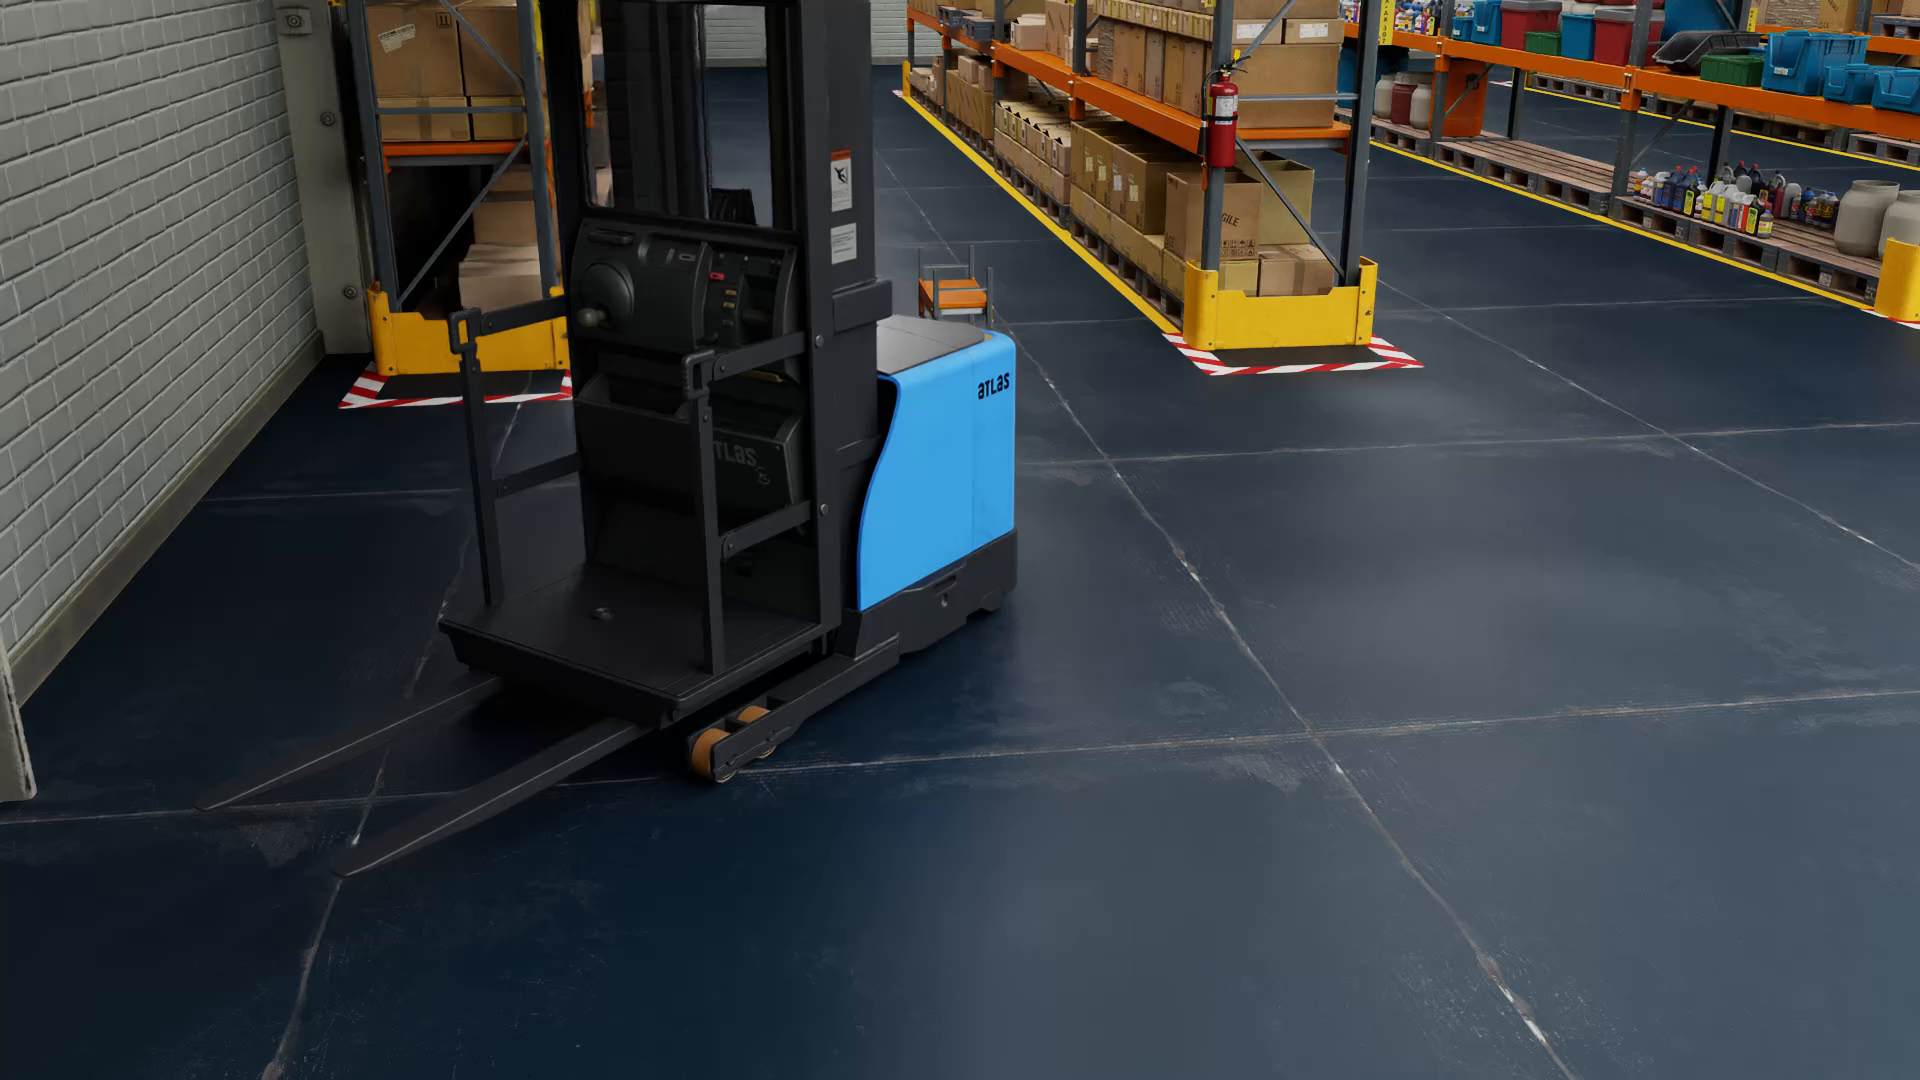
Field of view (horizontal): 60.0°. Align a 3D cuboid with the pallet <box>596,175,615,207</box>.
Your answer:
[{"bbox_3d":[-3.754,-3.205,15.495,1.003,0.211,1.213,-3,21,-8],"label":"pallet"}]

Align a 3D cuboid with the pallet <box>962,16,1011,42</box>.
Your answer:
[{"bbox_3d":[0.697,-5.596,18.185,1.213,0.211,1.003,-3,21,-8],"label":"pallet"}]

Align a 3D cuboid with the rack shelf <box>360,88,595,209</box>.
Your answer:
[{"bbox_3d":[-3.173,-2.789,11.424,1.077,0.370,4.000,-3,21,-8],"label":"rack shelf"}]

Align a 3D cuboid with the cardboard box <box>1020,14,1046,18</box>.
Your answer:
[{"bbox_3d":[0.873,-5.285,17.205,0.500,0.311,0.500,-2,21,-4],"label":"cardboard box"}]

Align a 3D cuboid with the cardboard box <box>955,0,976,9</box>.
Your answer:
[{"bbox_3d":[0.296,-6.673,20.052,0.700,0.500,0.500,0,20,1],"label":"cardboard box"}]

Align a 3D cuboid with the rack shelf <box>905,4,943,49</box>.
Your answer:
[{"bbox_3d":[-0.001,-7.195,23.221,1.077,0.370,4.000,-3,21,-8],"label":"rack shelf"}]

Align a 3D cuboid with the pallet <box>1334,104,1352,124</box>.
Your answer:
[{"bbox_3d":[5.259,-5.512,21.673,1.003,0.211,1.213,-3,21,-8],"label":"pallet"}]

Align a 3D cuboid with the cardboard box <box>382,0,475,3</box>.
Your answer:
[{"bbox_3d":[-3.225,-3.051,10.212,0.500,0.500,0.500,-3,21,-7],"label":"cardboard box"}]

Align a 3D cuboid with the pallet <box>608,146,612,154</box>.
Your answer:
[{"bbox_3d":[-4.077,-4.174,18.089,1.003,0.211,1.213,-3,21,-8],"label":"pallet"}]

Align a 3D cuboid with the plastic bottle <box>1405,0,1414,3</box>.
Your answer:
[{"bbox_3d":[5.672,-6.699,20.936,0.144,0.351,0.185,-3,21,-8],"label":"plastic bottle"}]

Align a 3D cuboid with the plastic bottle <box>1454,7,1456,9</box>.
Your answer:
[{"bbox_3d":[5.867,-6.250,19.847,0.097,0.271,0.097,0,20,0],"label":"plastic bottle"}]

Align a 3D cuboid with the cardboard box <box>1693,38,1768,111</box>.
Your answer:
[{"bbox_3d":[10.332,-6.009,21.455,1.225,0.875,0.875,-4,21,-10],"label":"cardboard box"}]

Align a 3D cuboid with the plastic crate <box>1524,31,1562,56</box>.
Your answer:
[{"bbox_3d":[5.812,-4.808,16.104,0.450,0.188,0.662,-3,21,-8],"label":"plastic crate"}]

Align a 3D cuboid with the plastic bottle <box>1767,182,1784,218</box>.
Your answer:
[{"bbox_3d":[6.709,-2.803,13.687,0.061,0.283,0.133,-3,21,-8],"label":"plastic bottle"}]

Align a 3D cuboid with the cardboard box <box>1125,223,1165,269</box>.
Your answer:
[{"bbox_3d":[1.490,-2.110,11.907,0.500,0.250,0.500,-3,21,-8],"label":"cardboard box"}]

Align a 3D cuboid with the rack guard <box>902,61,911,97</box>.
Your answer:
[{"bbox_3d":[-0.278,-7.027,25.316,1.175,0.500,0.348,-3,21,-8],"label":"rack guard"}]

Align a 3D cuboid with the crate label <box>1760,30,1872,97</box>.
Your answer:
[{"bbox_3d":[6.386,-3.573,12.446,0.502,0.435,0.616,-3,21,-8],"label":"crate label"}]

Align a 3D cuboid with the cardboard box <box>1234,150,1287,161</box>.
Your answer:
[{"bbox_3d":[2.001,-2.487,11.845,0.500,0.500,0.500,-3,21,-8],"label":"cardboard box"}]

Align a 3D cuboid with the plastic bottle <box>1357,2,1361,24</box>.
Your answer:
[{"bbox_3d":[5.013,-6.530,20.589,0.152,0.276,0.135,-3,21,-8],"label":"plastic bottle"}]

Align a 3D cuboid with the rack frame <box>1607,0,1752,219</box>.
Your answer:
[{"bbox_3d":[6.343,-4.318,14.490,1.000,3.000,0.127,-3,21,-8],"label":"rack frame"}]

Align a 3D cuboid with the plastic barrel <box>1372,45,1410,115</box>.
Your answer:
[{"bbox_3d":[5.353,-5.867,21.037,0.600,0.901,0.708,-3,21,-8],"label":"plastic barrel"}]

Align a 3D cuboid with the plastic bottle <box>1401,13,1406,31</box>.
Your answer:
[{"bbox_3d":[5.184,-6.018,19.325,0.097,0.201,0.097,0,20,0],"label":"plastic bottle"}]

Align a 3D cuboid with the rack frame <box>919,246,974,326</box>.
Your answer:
[{"bbox_3d":[-0.059,-0.704,7.386,0.240,1.200,0.015,-3,21,-8],"label":"rack frame"}]

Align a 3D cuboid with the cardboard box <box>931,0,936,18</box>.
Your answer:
[{"bbox_3d":[-0.114,-7.225,22.130,0.500,0.500,0.500,-2,21,-6],"label":"cardboard box"}]

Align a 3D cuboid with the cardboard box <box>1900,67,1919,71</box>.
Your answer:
[{"bbox_3d":[10.794,-5.109,18.479,0.500,0.250,0.500,-2,21,-6],"label":"cardboard box"}]

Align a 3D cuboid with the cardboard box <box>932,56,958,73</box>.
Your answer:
[{"bbox_3d":[0.011,-6.526,23.342,0.797,0.503,0.637,-3,21,-8],"label":"cardboard box"}]

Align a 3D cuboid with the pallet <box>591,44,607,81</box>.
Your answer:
[{"bbox_3d":[-3.427,-4.000,13.914,1.003,0.211,1.213,-3,21,-8],"label":"pallet"}]

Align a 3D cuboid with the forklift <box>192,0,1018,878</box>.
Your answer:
[{"bbox_3d":[-1.015,-0.805,5.183,1.130,2.935,3.031,13,24,31],"label":"forklift"}]

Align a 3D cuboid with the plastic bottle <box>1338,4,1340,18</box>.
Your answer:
[{"bbox_3d":[4.874,-6.761,21.315,0.097,0.201,0.097,0,20,0],"label":"plastic bottle"}]

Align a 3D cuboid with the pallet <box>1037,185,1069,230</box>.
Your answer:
[{"bbox_3d":[1.296,-3.016,14.990,1.003,0.211,1.213,-3,21,-8],"label":"pallet"}]

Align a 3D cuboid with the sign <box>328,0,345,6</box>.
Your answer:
[{"bbox_3d":[-3.436,-3.103,9.130,0.100,0.325,0.005,-3,21,-8],"label":"sign"}]

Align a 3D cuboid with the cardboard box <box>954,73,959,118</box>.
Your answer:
[{"bbox_3d":[0.204,-5.511,20.627,0.500,0.500,0.500,-3,21,-7],"label":"cardboard box"}]

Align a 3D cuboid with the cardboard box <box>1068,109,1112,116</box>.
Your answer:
[{"bbox_3d":[1.334,-4.102,16.441,0.500,0.311,0.500,-3,21,-8],"label":"cardboard box"}]

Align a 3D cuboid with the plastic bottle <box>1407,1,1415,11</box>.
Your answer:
[{"bbox_3d":[5.590,-6.547,20.642,0.097,0.271,0.097,0,20,0],"label":"plastic bottle"}]

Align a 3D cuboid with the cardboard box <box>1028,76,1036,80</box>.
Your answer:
[{"bbox_3d":[0.777,-5.373,20.258,0.500,0.500,0.500,-3,21,-7],"label":"cardboard box"}]

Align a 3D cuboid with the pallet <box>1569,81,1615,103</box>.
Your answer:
[{"bbox_3d":[9.879,-6.722,24.912,1.003,0.211,1.213,-3,21,-8],"label":"pallet"}]

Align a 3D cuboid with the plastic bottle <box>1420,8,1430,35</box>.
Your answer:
[{"bbox_3d":[5.252,-5.847,18.750,0.061,0.283,0.133,-3,21,-8],"label":"plastic bottle"}]

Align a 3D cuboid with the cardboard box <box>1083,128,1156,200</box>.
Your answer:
[{"bbox_3d":[1.277,-2.980,13.167,0.500,0.500,0.500,-3,21,-8],"label":"cardboard box"}]

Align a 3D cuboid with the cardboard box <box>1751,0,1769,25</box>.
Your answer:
[{"bbox_3d":[10.134,-6.687,20.689,0.500,0.500,0.500,-3,21,-7],"label":"cardboard box"}]

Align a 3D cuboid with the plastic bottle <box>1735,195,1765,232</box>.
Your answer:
[{"bbox_3d":[6.211,-2.566,13.062,0.152,0.276,0.135,-3,21,-7],"label":"plastic bottle"}]

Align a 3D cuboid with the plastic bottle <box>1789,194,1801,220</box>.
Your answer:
[{"bbox_3d":[6.859,-2.731,13.611,0.097,0.201,0.097,0,20,0],"label":"plastic bottle"}]

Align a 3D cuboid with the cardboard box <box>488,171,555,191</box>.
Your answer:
[{"bbox_3d":[-3.272,-2.496,12.556,0.500,0.500,0.500,-4,21,-12],"label":"cardboard box"}]

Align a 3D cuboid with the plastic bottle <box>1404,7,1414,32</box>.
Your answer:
[{"bbox_3d":[5.198,-6.017,19.223,0.097,0.271,0.097,0,20,0],"label":"plastic bottle"}]

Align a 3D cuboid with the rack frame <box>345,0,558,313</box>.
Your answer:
[{"bbox_3d":[-2.884,-2.433,9.444,1.000,3.000,0.127,-3,21,-8],"label":"rack frame"}]

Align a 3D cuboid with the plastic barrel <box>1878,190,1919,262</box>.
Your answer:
[{"bbox_3d":[6.749,-2.188,11.744,0.421,0.512,0.421,0,20,0],"label":"plastic barrel"}]

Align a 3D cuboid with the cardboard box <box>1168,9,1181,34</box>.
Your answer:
[{"bbox_3d":[1.625,-3.515,11.271,0.380,0.149,0.250,-2,21,-6],"label":"cardboard box"}]

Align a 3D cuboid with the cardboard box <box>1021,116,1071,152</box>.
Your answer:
[{"bbox_3d":[0.879,-3.894,15.882,0.500,0.311,0.500,-3,21,-8],"label":"cardboard box"}]

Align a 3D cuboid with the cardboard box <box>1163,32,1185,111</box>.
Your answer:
[{"bbox_3d":[1.816,-3.247,11.481,0.700,0.500,0.500,-3,21,-7],"label":"cardboard box"}]

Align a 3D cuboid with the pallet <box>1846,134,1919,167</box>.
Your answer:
[{"bbox_3d":[10.778,-4.376,18.630,1.003,0.211,1.213,-3,21,-8],"label":"pallet"}]

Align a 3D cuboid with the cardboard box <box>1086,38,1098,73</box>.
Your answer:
[{"bbox_3d":[1.326,-4.168,14.302,0.500,0.250,0.500,-2,21,-4],"label":"cardboard box"}]

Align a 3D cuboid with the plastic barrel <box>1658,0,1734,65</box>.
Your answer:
[{"bbox_3d":[6.587,-4.702,14.802,0.600,0.901,0.708,-3,21,-8],"label":"plastic barrel"}]

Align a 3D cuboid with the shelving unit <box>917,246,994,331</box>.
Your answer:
[{"bbox_3d":[-0.024,-0.619,7.160,0.258,1.200,0.503,-3,21,-8],"label":"shelving unit"}]

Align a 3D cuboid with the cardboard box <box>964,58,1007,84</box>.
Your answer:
[{"bbox_3d":[0.333,-5.526,19.597,0.500,0.250,0.500,-3,21,-9],"label":"cardboard box"}]

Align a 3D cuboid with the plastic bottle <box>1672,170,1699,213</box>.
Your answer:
[{"bbox_3d":[6.076,-2.917,13.897,0.144,0.351,0.185,-4,21,-10],"label":"plastic bottle"}]

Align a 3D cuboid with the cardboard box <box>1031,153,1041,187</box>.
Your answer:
[{"bbox_3d":[0.948,-3.459,15.521,0.500,0.250,0.500,-2,21,-7],"label":"cardboard box"}]

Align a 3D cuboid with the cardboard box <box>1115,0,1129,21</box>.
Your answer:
[{"bbox_3d":[1.402,-4.051,12.704,0.380,0.149,0.250,-3,21,-8],"label":"cardboard box"}]
